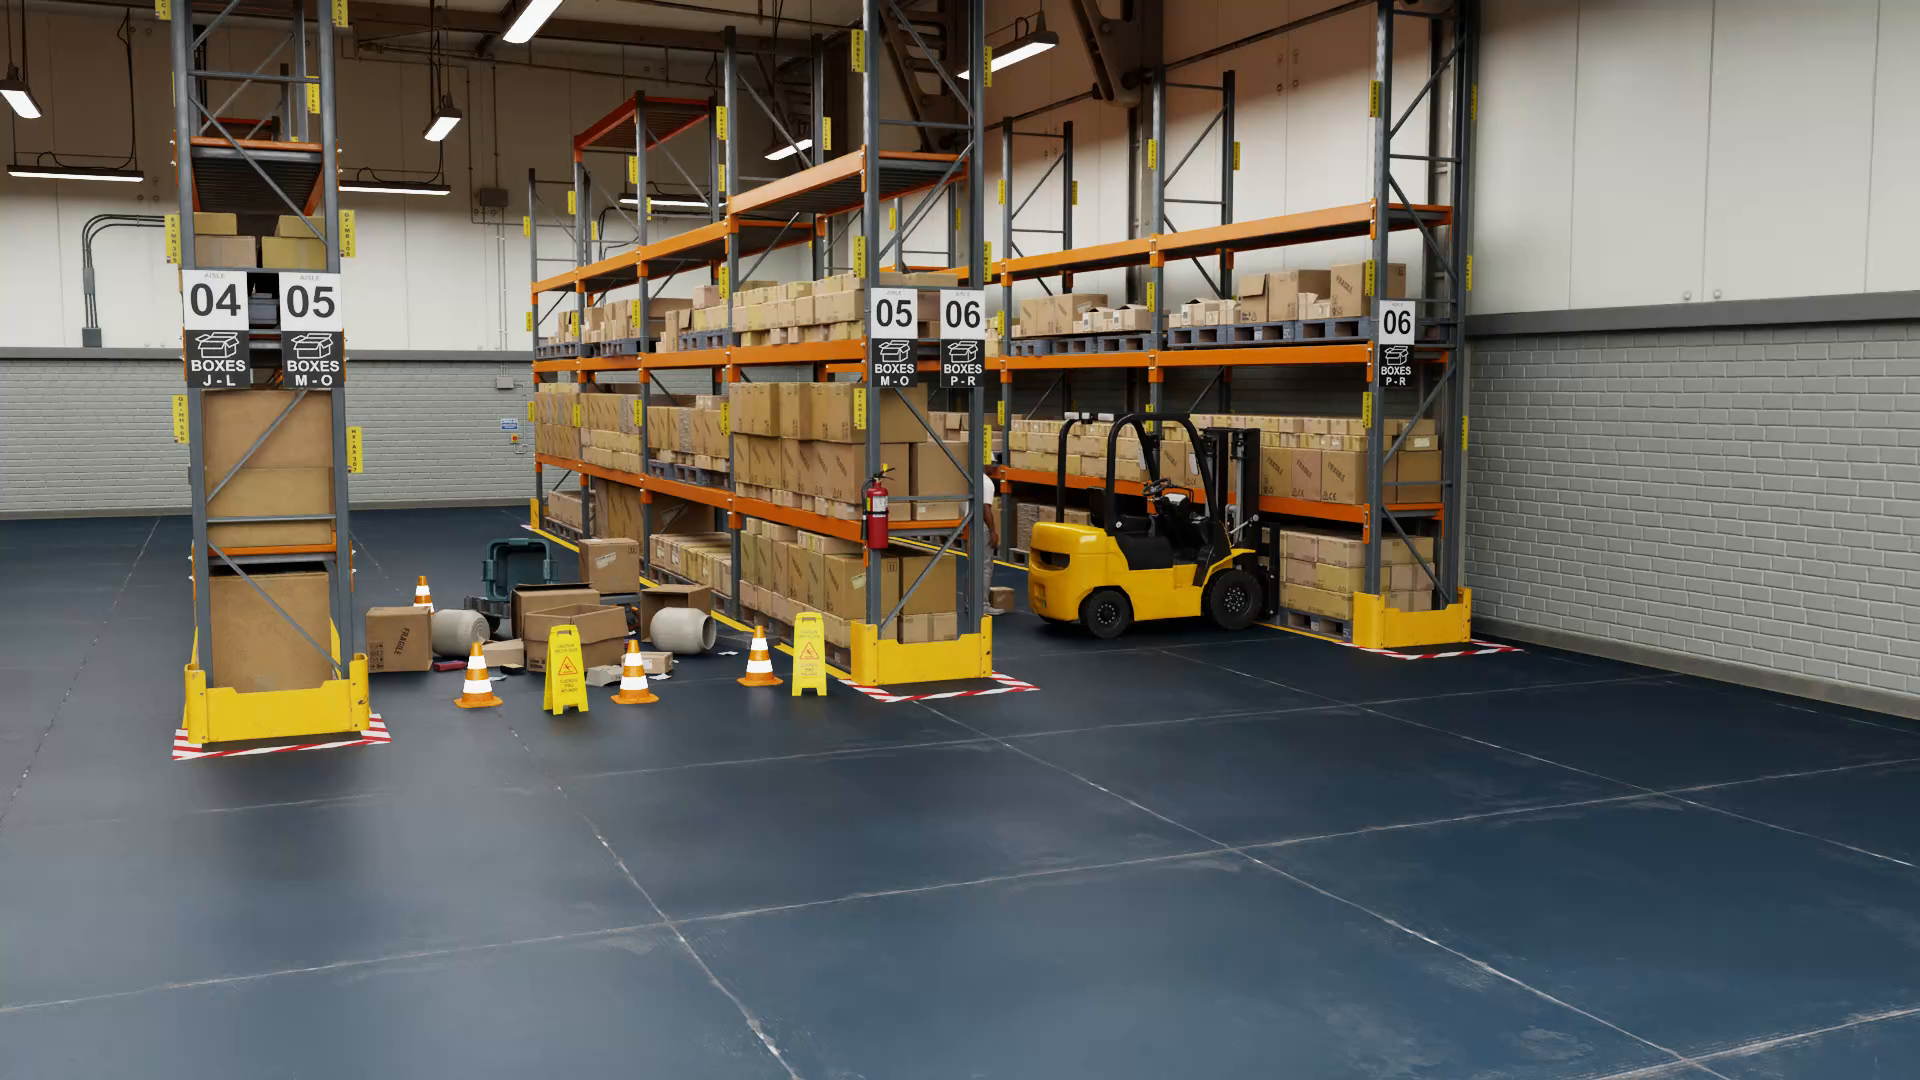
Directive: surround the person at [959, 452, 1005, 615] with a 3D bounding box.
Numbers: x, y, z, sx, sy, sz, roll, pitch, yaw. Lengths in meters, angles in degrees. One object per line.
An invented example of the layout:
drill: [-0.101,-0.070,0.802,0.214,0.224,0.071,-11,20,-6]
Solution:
person: [0.208,-0.095,17.687,0.461,1.759,0.632,-3,6,-27]
